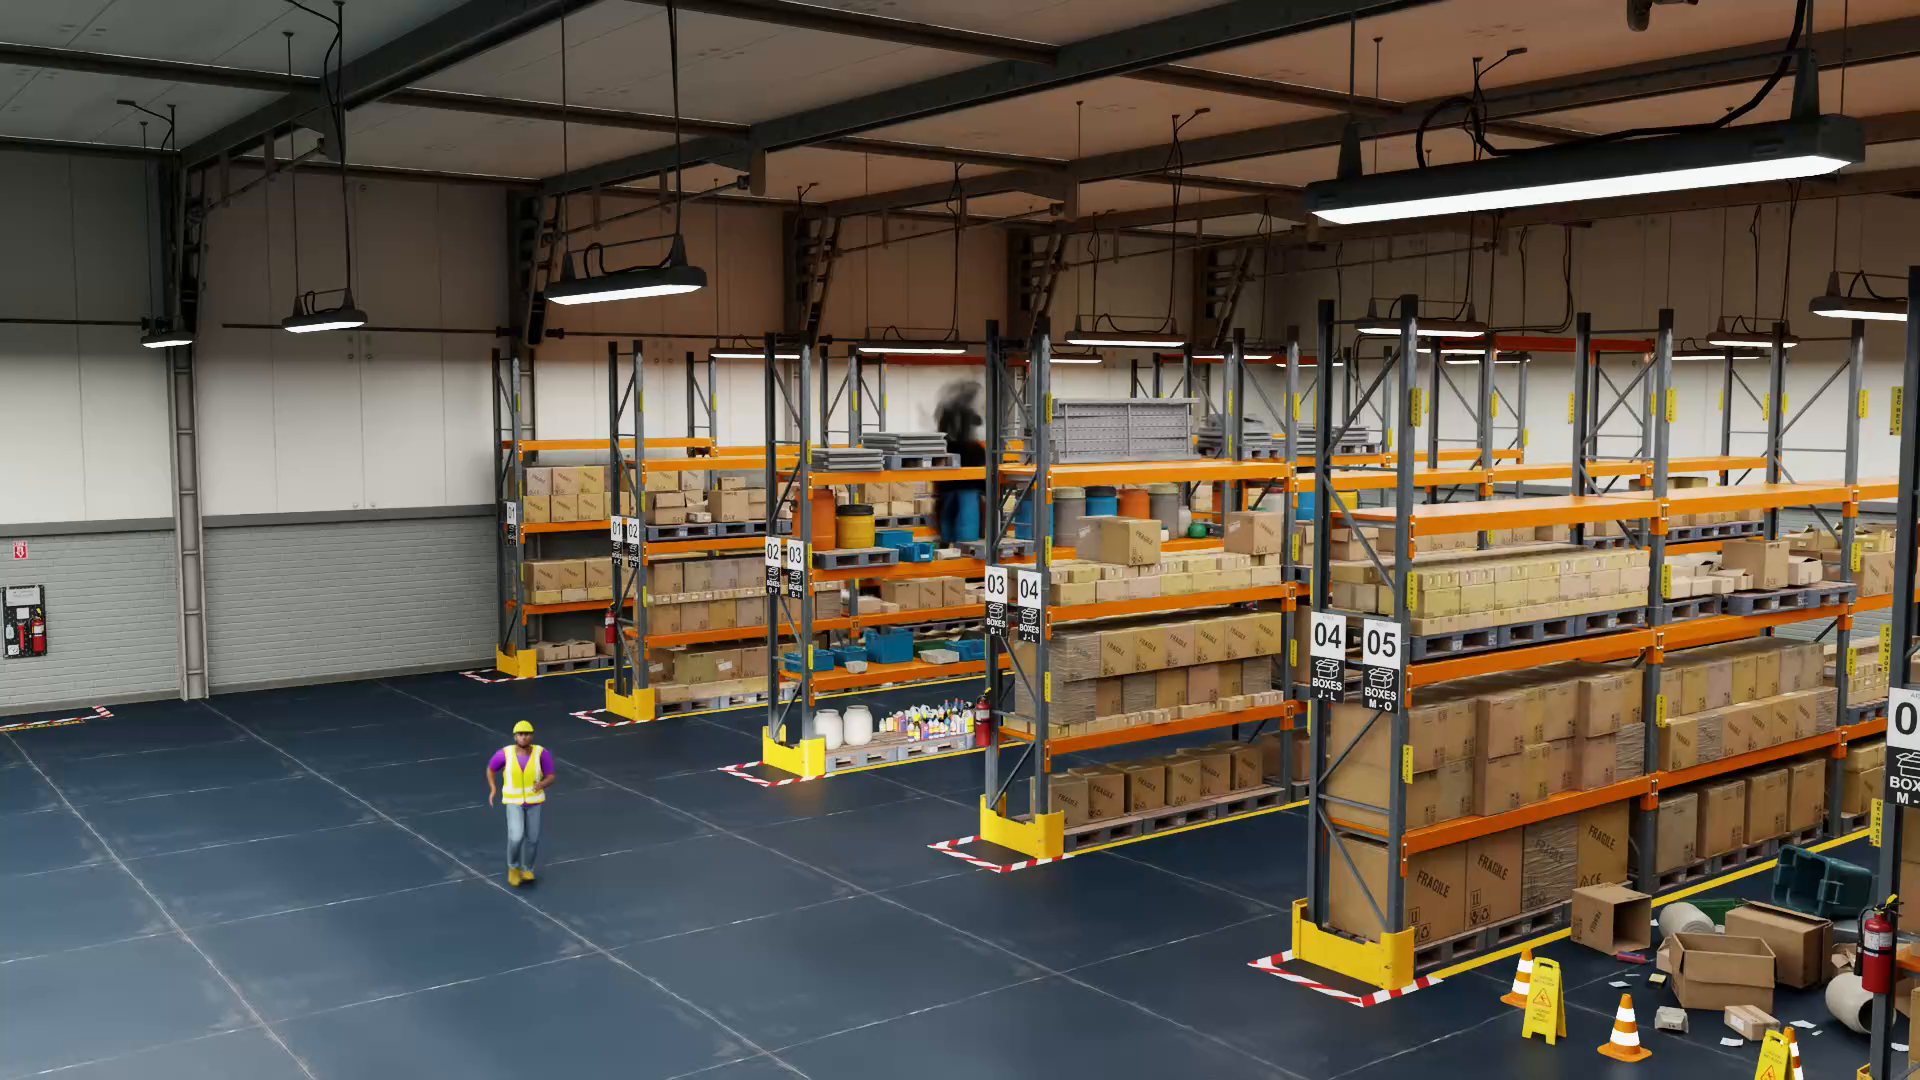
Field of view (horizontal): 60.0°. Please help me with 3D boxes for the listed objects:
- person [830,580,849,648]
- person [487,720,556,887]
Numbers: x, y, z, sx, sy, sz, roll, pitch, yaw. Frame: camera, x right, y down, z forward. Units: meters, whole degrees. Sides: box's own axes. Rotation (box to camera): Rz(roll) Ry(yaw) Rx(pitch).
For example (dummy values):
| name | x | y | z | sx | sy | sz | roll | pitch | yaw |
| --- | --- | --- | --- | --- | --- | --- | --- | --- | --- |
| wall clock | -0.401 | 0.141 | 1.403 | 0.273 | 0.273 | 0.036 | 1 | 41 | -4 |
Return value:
| name | x | y | z | sx | sy | sz | roll | pitch | yaw |
| --- | --- | --- | --- | --- | --- | --- | --- | --- | --- |
| person | -2.308 | 1.516 | 31.811 | 0.637 | 1.736 | 0.690 | -4 | 7 | -40 |
| person | -4.569 | 2.759 | 17.392 | 0.679 | 1.743 | 0.672 | -2 | 5 | -21 |
